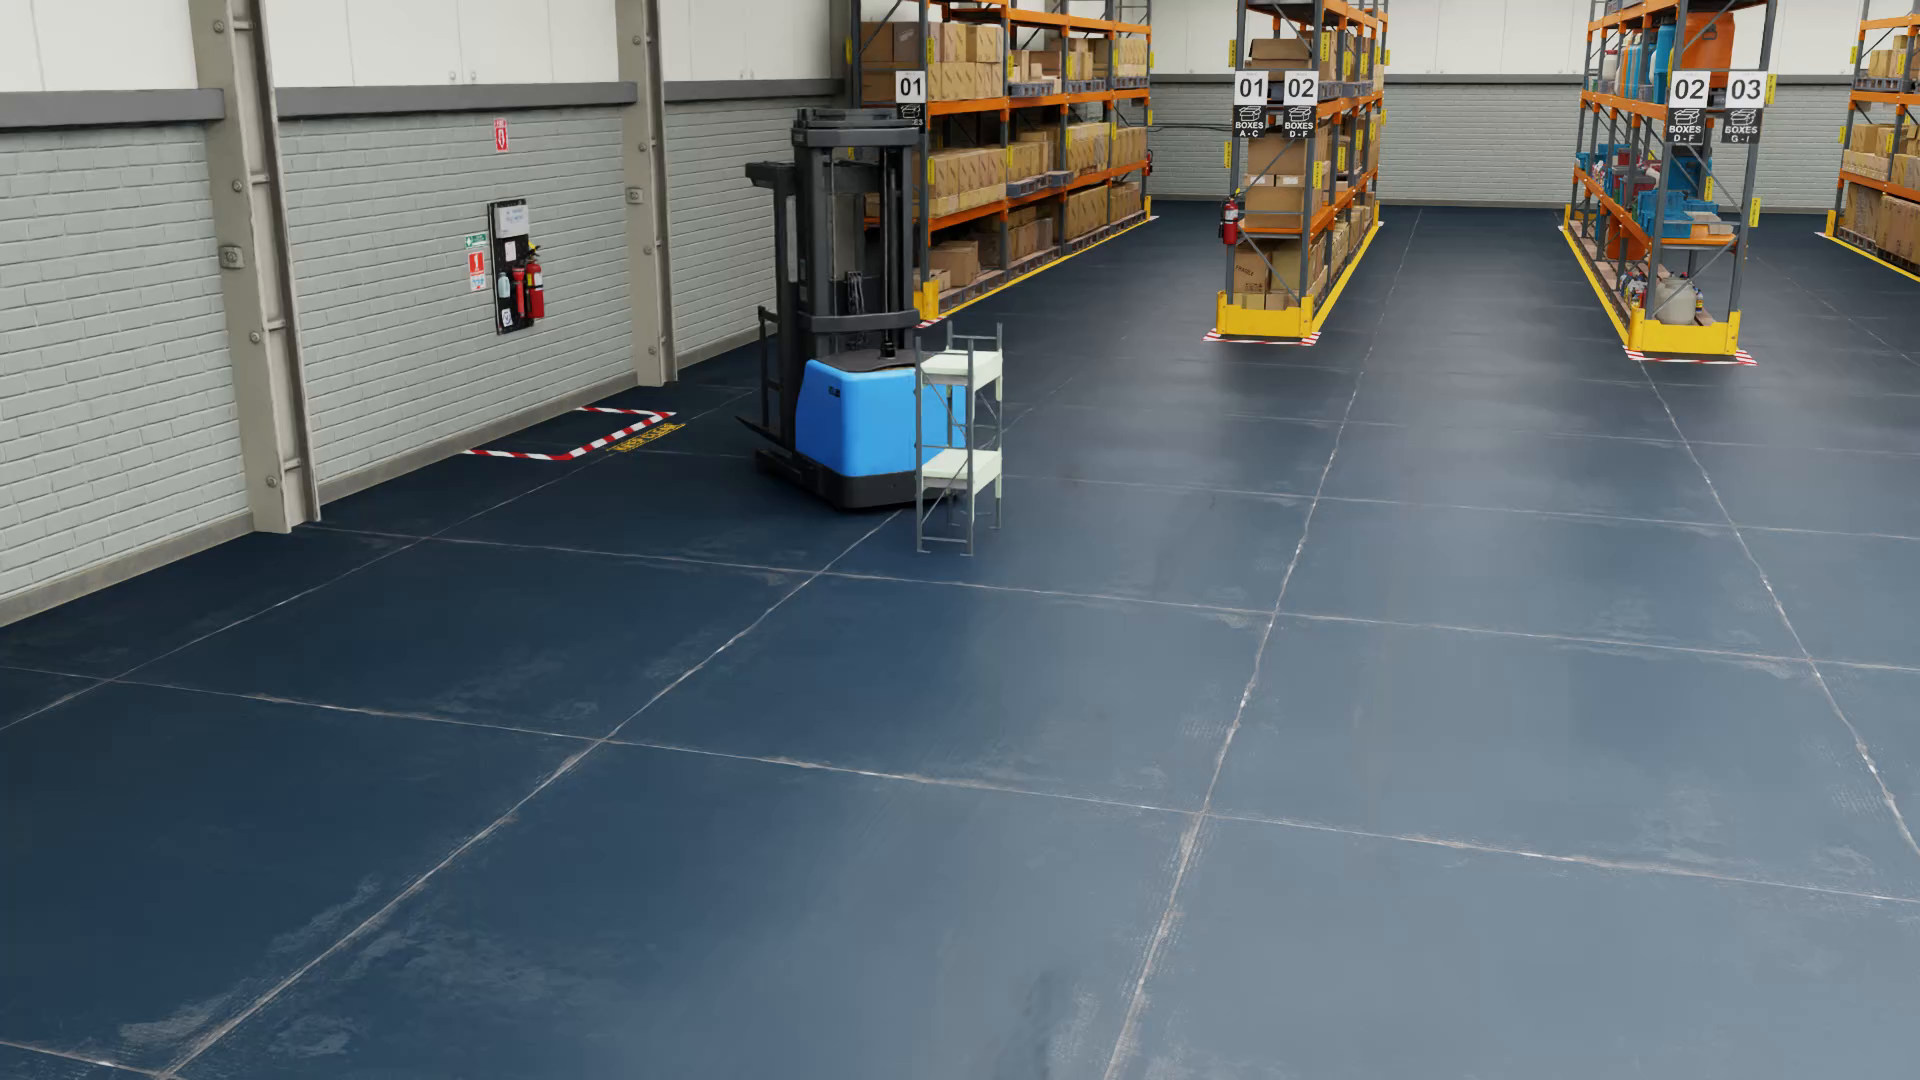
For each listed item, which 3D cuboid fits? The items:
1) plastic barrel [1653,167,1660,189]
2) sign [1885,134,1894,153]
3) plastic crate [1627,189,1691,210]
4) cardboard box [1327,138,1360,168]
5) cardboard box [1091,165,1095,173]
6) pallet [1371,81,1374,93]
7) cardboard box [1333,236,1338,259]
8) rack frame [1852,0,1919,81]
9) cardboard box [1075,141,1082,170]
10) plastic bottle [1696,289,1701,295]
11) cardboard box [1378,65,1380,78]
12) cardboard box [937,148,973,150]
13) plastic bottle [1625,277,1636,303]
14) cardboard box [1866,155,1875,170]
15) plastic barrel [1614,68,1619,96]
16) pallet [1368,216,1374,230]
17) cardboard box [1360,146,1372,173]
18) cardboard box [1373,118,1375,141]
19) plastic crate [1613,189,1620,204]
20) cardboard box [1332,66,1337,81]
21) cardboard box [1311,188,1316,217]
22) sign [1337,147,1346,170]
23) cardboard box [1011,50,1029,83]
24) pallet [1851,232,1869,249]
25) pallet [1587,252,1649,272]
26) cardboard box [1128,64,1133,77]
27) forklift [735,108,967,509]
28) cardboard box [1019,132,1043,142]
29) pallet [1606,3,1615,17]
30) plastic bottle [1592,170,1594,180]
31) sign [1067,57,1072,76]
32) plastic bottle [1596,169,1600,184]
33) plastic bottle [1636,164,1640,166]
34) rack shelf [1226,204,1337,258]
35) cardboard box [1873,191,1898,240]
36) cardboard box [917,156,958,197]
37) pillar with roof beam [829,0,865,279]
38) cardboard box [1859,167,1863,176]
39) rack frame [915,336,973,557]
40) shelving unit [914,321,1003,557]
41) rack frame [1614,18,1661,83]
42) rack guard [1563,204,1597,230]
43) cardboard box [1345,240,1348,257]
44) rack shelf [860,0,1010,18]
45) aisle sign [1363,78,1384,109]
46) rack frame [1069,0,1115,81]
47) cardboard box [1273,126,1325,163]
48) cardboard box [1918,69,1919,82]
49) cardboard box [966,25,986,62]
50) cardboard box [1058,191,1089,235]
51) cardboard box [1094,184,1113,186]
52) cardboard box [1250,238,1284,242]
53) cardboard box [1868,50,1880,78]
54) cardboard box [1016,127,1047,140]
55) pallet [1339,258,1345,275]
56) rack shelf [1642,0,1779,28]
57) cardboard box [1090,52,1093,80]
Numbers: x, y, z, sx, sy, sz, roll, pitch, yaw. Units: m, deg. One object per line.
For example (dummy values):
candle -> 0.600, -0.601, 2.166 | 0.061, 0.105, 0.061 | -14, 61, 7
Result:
plastic barrel -> 10.421, -5.210, 24.453 | 0.433, 0.535, 0.433 | 0, 16, 0
sign -> 16.220, -6.926, 29.019 | 0.100, 0.325, 0.005 | 5, 16, 16
plastic crate -> 9.460, -4.563, 22.533 | 0.767, 0.338, 0.504 | 5, 16, 16
cardboard box -> 6.813, -6.981, 29.992 | 0.700, 0.500, 0.500 | 1, 16, 2
cardboard box -> 2.363, -7.095, 31.770 | 0.380, 0.149, 0.250 | 5, 16, 16
pallet -> 7.004, -8.385, 30.743 | 1.213, 0.211, 1.003 | 5, 16, 16
cardboard box -> 5.486, -4.473, 25.345 | 0.500, 0.311, 0.500 | 4, 16, 15
rack frame -> 17.890, -10.361, 31.868 | 1.000, 3.000, 0.127 | 5, 16, 16
cardboard box -> 1.910, -6.979, 30.172 | 0.500, 0.500, 0.500 | 5, 17, 18
plastic bottle -> 9.490, -3.086, 21.385 | 0.061, 0.283, 0.133 | 5, 17, 17
cardboard box -> 8.068, -9.309, 33.014 | 0.500, 0.250, 0.500 | 5, 16, 16
cardboard box -> -0.102, -5.680, 25.220 | 0.500, 0.500, 0.500 | 4, 16, 15
plastic bottle -> 8.929, -3.317, 22.077 | 0.144, 0.351, 0.185 | 4, 16, 15
cardboard box -> 16.916, -6.905, 30.405 | 0.500, 0.250, 0.500 | 5, 17, 17
plastic barrel -> 10.485, -7.206, 26.035 | 0.421, 0.512, 0.421 | 0, 16, 0
pallet -> 8.146, -6.674, 34.974 | 1.003, 0.211, 1.213 | 5, 16, 16
cardboard box -> 7.662, -7.358, 32.091 | 0.500, 0.500, 0.500 | 5, 17, 17
cardboard box -> 7.806, -7.964, 32.393 | 0.500, 0.500, 0.500 | 4, 16, 14
plastic crate -> 9.955, -5.095, 24.685 | 0.450, 0.188, 0.662 | 5, 16, 16
cardboard box -> 5.585, -7.173, 25.631 | 0.500, 0.250, 0.500 | 3, 16, 11
cardboard box -> 4.428, -4.633, 22.483 | 0.700, 0.500, 0.500 | 5, 17, 18
sign -> 5.515, -5.517, 24.051 | 0.100, 0.325, 0.005 | 5, 16, 16
cardboard box -> 0.815, -7.641, 26.821 | 0.500, 0.500, 0.500 | 4, 16, 14
pallet -> 17.389, -5.600, 31.187 | 1.003, 0.211, 1.213 | 5, 16, 16
pallet -> 11.052, -4.634, 27.781 | 1.003, 0.211, 1.213 | 5, 16, 16
cardboard box -> 3.252, -9.629, 34.107 | 0.500, 0.250, 0.500 | 4, 16, 14
forklift -> -1.053, -2.000, 13.510 | 1.130, 2.935, 3.031 | -8, 18, -26
cardboard box -> 1.222, -6.928, 28.581 | 0.380, 0.149, 0.250 | 2, 16, 7
pallet -> 11.798, -9.197, 28.842 | 1.003, 0.211, 1.213 | 5, 16, 16
plastic bottle -> 11.438, -6.588, 29.923 | 0.097, 0.201, 0.097 | 0, 16, 0
sign -> 1.889, -8.184, 28.741 | 0.100, 0.325, 0.005 | 5, 16, 16
plastic bottle -> 11.119, -6.328, 28.879 | 0.097, 0.271, 0.097 | 0, 16, 0
plastic bottle -> 12.202, -6.625, 29.917 | 0.152, 0.276, 0.135 | 5, 16, 16
rack shelf -> 4.414, -4.236, 22.584 | 1.077, 0.370, 4.000 | 5, 16, 16
cardboard box -> 17.017, -5.775, 29.817 | 0.875, 0.875, 0.875 | 5, 16, 16
cardboard box -> -0.331, -4.970, 22.718 | 0.500, 0.500, 0.500 | 5, 16, 16
pillar with roof beam -> 2.593, -7.244, 20.878 | 9.100, 9.000, 0.400 | 5, 16, 16
cardboard box -> 17.037, -6.885, 31.065 | 0.380, 0.149, 0.250 | 4, 16, 14
rack frame -> -0.106, -0.624, 11.281 | 0.400, 1.500, 0.023 | 5, 16, 16
shelving unit -> -0.002, -0.720, 11.619 | 0.431, 1.500, 0.755 | 5, 16, 16
rack frame -> 10.867, -8.652, 25.844 | 1.000, 3.000, 0.127 | 5, 16, 16
rack guard -> 13.135, -6.664, 34.408 | 1.175, 0.500, 0.348 | 5, 16, 16
cardboard box -> 6.204, -4.874, 27.786 | 0.500, 0.250, 0.500 | 5, 17, 17
rack shelf -> -0.336, -7.503, 23.116 | 1.077, 0.370, 4.000 | 5, 16, 16
aisle sign -> 8.706, -9.489, 35.023 | 0.394, 0.787, 0.004 | 5, 16, 16
rack frame -> 2.506, -10.467, 32.242 | 1.000, 3.000, 0.127 | 5, 16, 16
cardboard box -> 4.720, -5.528, 23.262 | 0.700, 0.500, 0.500 | 5, 16, 16
cardboard box -> 16.598, -7.969, 27.980 | 0.700, 0.500, 0.500 | 5, 17, 17
cardboard box -> 0.066, -7.036, 23.590 | 0.500, 0.500, 0.500 | 4, 16, 14
cardboard box -> 1.959, -6.113, 31.055 | 0.750, 0.750, 0.750 | 5, 16, 16
cardboard box -> 3.025, -7.465, 35.272 | 0.380, 0.149, 0.250 | 5, 17, 16
cardboard box -> 4.267, -3.986, 23.281 | 0.500, 0.500, 0.500 | 5, 16, 16
cardboard box -> 17.518, -8.938, 31.213 | 0.700, 0.500, 0.500 | 4, 16, 14
cardboard box -> 1.249, -7.235, 29.701 | 0.500, 0.250, 0.500 | 5, 17, 17
pallet -> 5.848, -4.598, 27.652 | 1.003, 0.211, 1.213 | 5, 16, 16
rack shelf -> 9.162, -6.544, 20.462 | 1.077, 0.370, 4.000 | 5, 16, 16
cardboard box -> 2.150, -9.062, 31.796 | 0.700, 0.500, 0.500 | 4, 16, 13
